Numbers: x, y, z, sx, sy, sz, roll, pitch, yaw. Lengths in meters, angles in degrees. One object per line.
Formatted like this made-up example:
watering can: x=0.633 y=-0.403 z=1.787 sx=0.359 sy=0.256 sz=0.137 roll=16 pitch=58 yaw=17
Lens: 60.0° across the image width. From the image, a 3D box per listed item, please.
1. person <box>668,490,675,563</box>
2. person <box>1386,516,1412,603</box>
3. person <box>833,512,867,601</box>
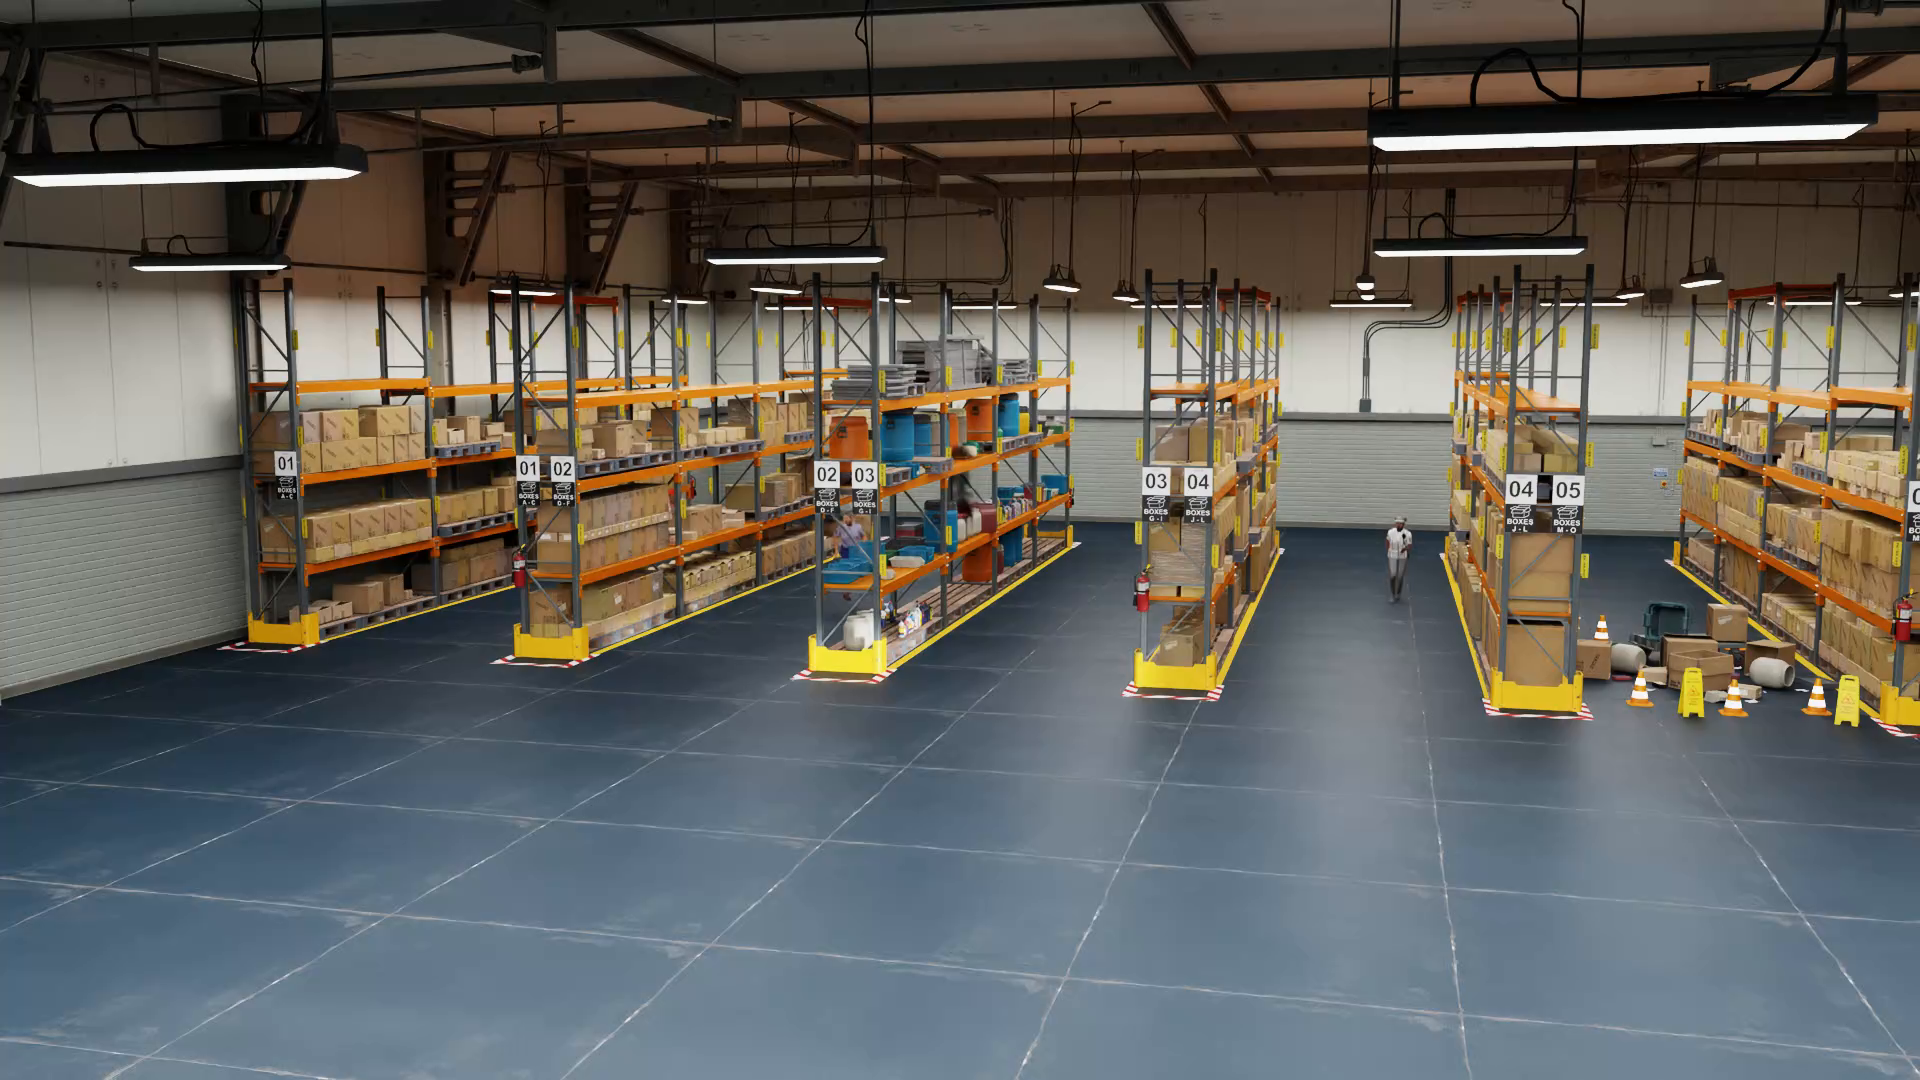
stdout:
person: x=-6.388 y=-0.287 z=37.105 sx=0.668 sy=1.711 sz=0.710 roll=0 pitch=7 yaw=-3
person: x=8.411 y=0.369 z=31.879 sx=0.464 sy=1.706 sz=0.804 roll=1 pitch=7 yaw=10
person: x=-1.981 y=0.292 z=30.837 sx=0.626 sy=1.643 sz=0.778 roll=-3 pitch=8 yaw=-26
